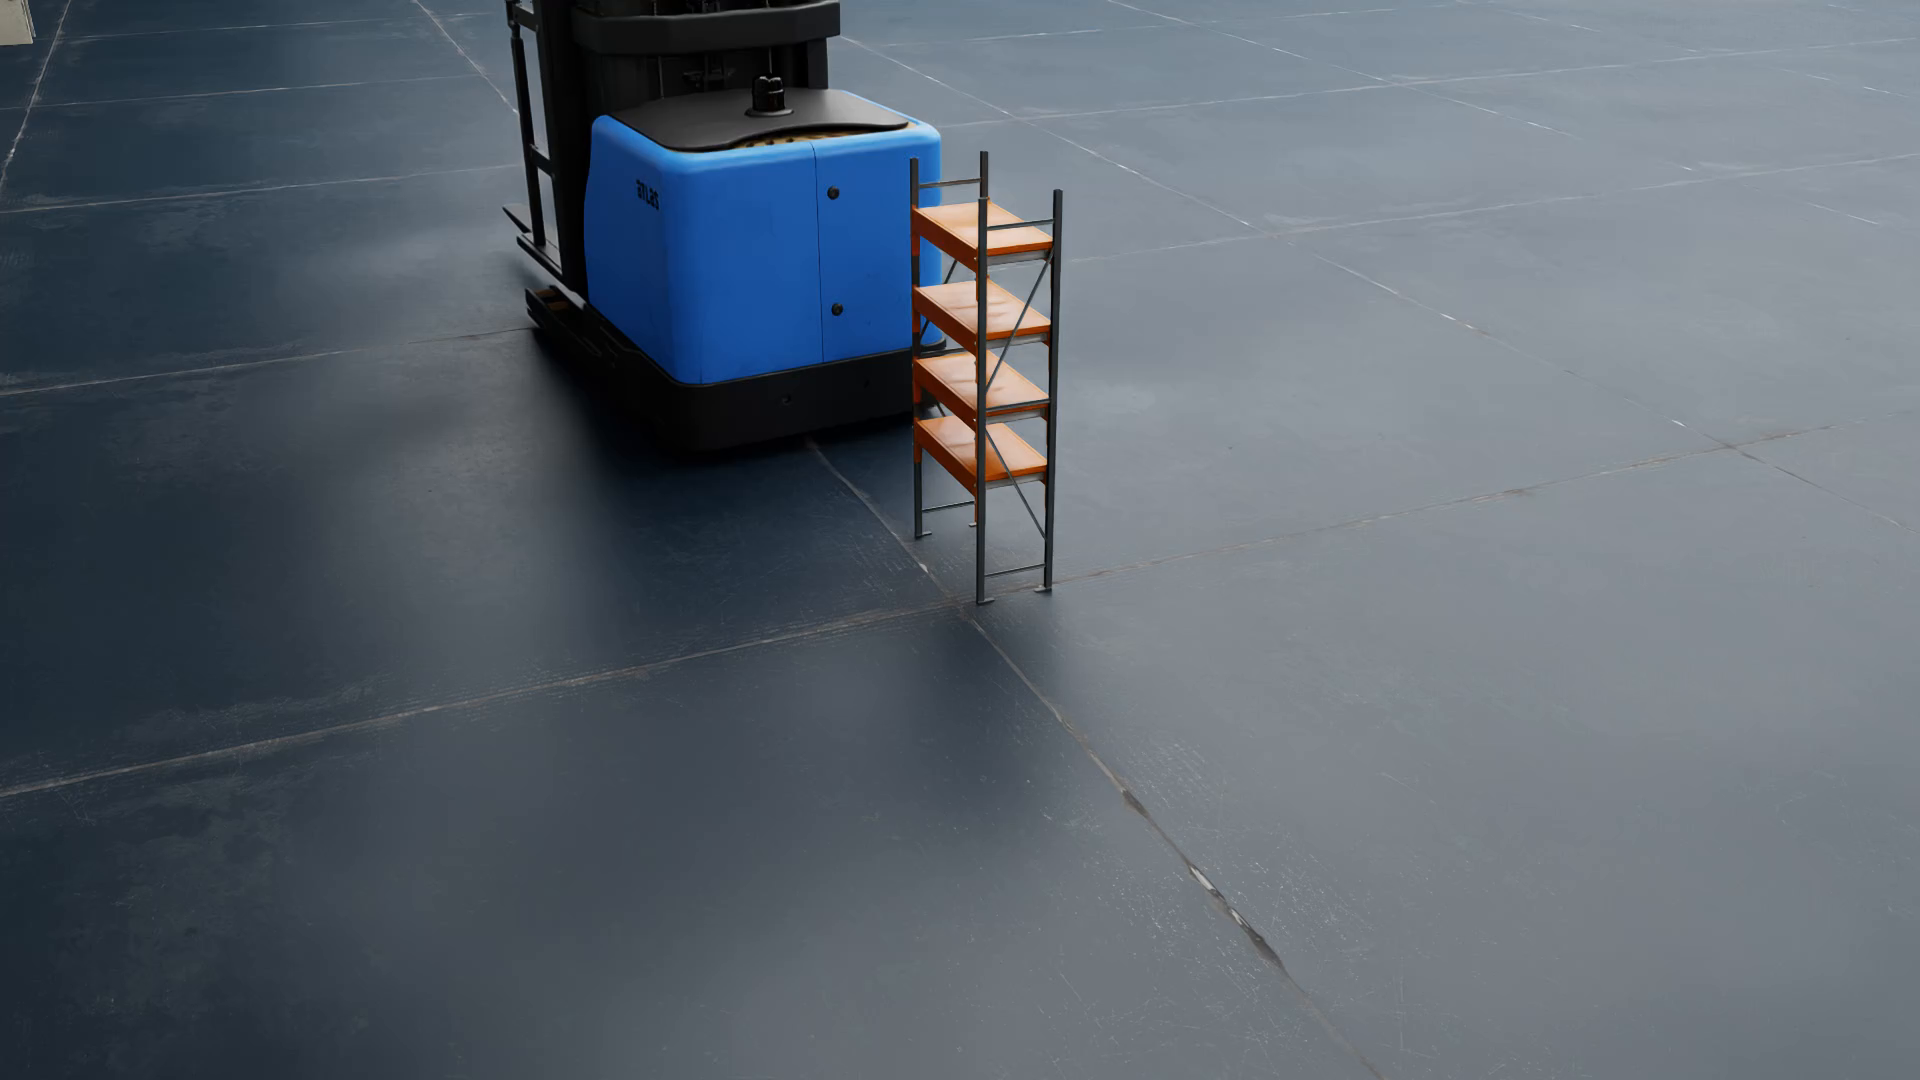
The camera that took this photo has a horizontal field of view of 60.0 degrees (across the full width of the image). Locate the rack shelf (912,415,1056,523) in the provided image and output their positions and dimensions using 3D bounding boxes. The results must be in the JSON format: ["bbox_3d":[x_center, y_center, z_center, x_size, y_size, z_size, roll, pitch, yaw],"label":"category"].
[{"bbox_3d":[0.065,-0.233,4.967,0.258,0.148,0.480,-11,28,-21],"label":"rack shelf"}]

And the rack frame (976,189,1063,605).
[{"bbox_3d":[0.160,-0.374,4.648,0.240,1.200,0.015,-11,28,-21],"label":"rack frame"}]

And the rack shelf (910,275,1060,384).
[{"bbox_3d":[0.065,-0.613,4.781,0.258,0.148,0.480,-11,28,-21],"label":"rack shelf"}]

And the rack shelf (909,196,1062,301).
[{"bbox_3d":[0.065,-0.825,4.677,0.258,0.148,0.480,-11,28,-21],"label":"rack shelf"}]

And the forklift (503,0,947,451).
[{"bbox_3d":[-1.197,-2.233,6.482,1.130,2.935,3.031,-13,29,-26],"label":"forklift"}]

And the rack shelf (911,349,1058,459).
[{"bbox_3d":[0.065,-0.412,4.879,0.258,0.148,0.480,-11,28,-21],"label":"rack shelf"}]

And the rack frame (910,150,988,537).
[{"bbox_3d":[-0.031,-0.571,5.052,0.240,1.200,0.015,-11,28,-21],"label":"rack frame"}]

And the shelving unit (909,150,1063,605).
[{"bbox_3d":[0.065,-0.472,4.850,0.258,1.200,0.503,-11,28,-21],"label":"shelving unit"}]
